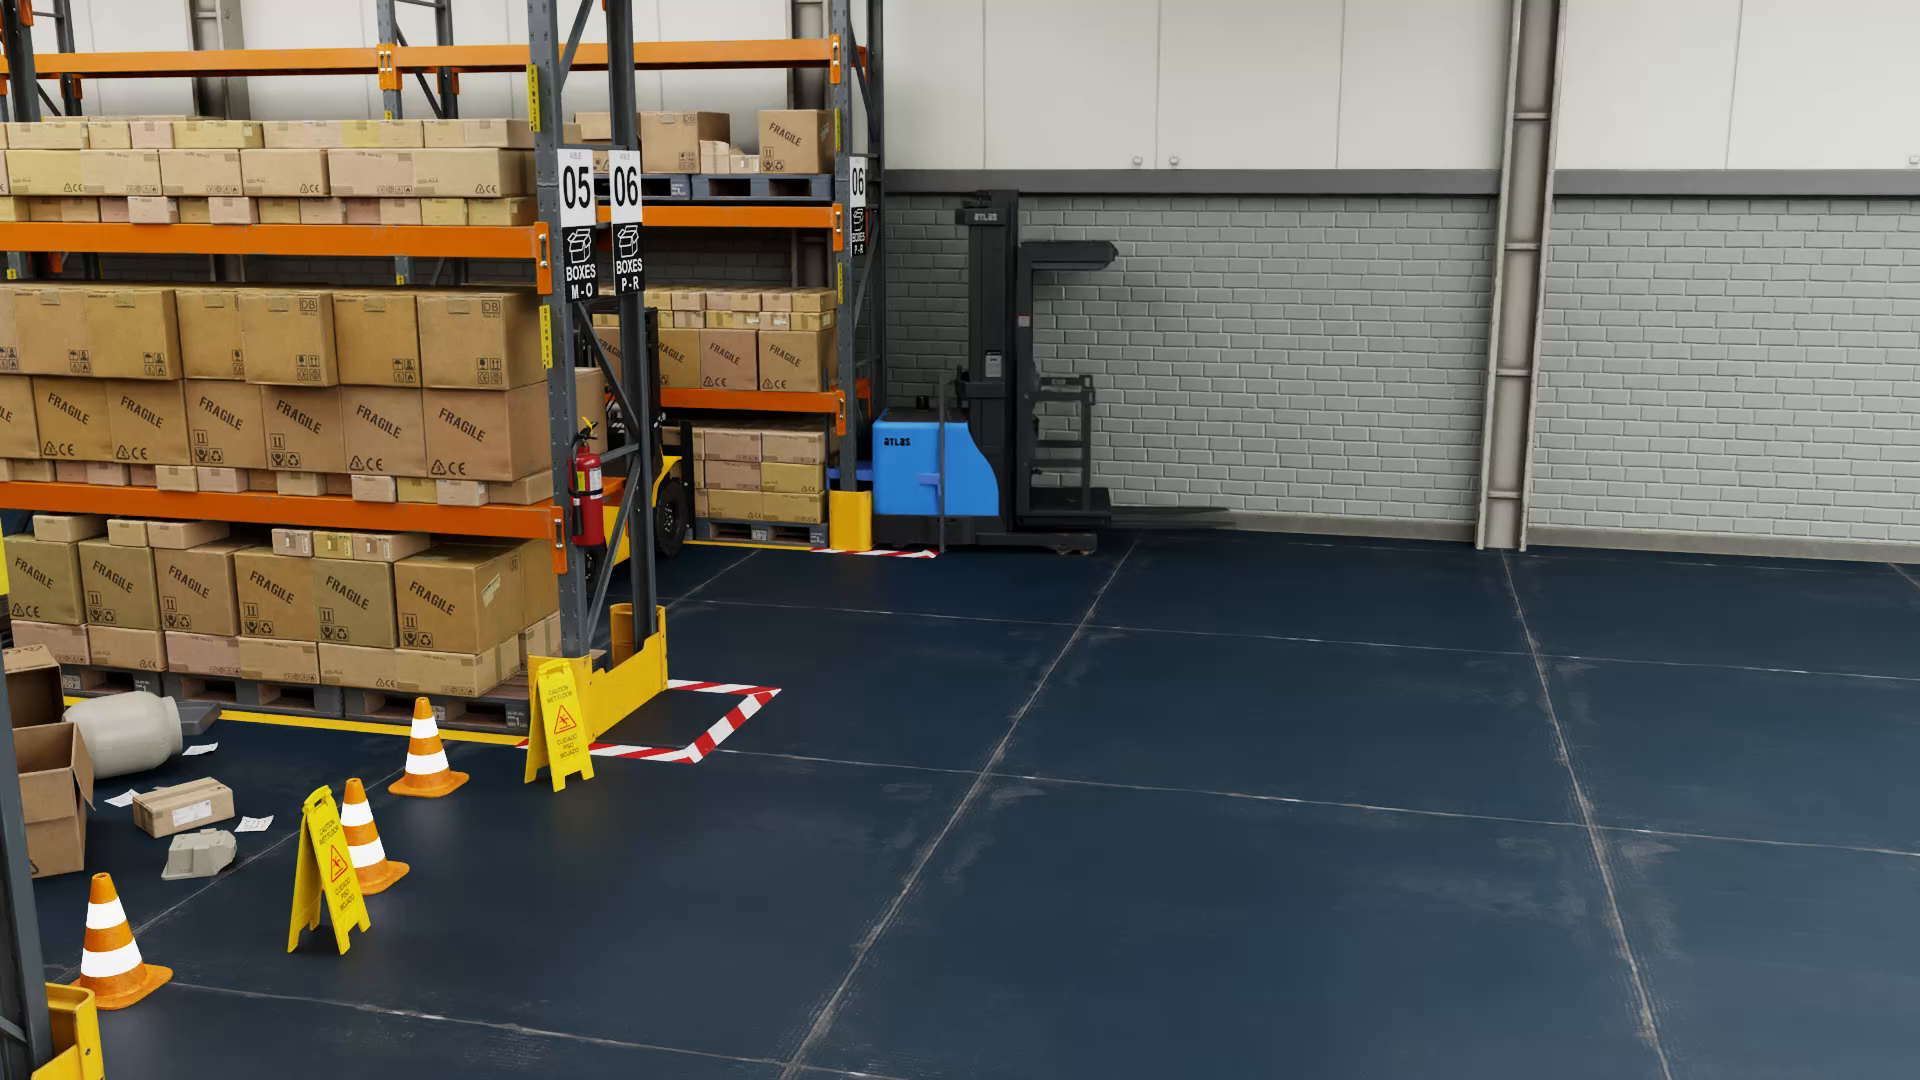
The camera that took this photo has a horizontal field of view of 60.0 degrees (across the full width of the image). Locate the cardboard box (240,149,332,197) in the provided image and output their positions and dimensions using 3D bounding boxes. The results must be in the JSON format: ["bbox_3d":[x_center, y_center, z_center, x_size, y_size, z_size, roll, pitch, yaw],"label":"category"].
[{"bbox_3d":[-3.560,-2.013,9.116,0.500,0.250,0.500,3,13,15],"label":"cardboard box"}]

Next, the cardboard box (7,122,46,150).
[{"bbox_3d":[-5.148,-2.285,9.422,0.250,0.149,0.380,3,13,12],"label":"cardboard box"}]

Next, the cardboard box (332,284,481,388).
[{"bbox_3d":[-3.044,-1.145,9.244,0.500,0.500,0.700,3,13,14],"label":"cardboard box"}]

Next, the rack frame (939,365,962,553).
[{"bbox_3d":[-0.076,-0.677,13.805,0.032,1.500,0.500,4,13,18],"label":"rack frame"}]

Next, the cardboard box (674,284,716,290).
[{"bbox_3d":[-2.331,-2.162,14.637,0.250,0.149,0.380,3,13,12],"label":"cardboard box"}]

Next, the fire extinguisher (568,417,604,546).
[{"bbox_3d":[-2.005,-0.314,8.902,0.183,0.674,0.296,3,13,14],"label":"fire extinguisher"}]

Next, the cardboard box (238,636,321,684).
[{"bbox_3d":[-3.866,0.643,9.789,0.500,0.250,0.500,3,13,12],"label":"cardboard box"}]

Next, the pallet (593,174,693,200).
[{"bbox_3d":[-2.689,-3.025,14.221,1.213,0.211,1.003,3,13,14],"label":"pallet"}]

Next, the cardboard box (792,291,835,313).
[{"bbox_3d":[-1.219,-1.983,13.833,0.250,0.149,0.380,3,13,14],"label":"cardboard box"}]

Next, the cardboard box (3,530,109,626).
[{"bbox_3d":[-5.381,0.197,10.070,0.500,0.500,0.500,4,13,16],"label":"cardboard box"}]

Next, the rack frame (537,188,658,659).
[{"bbox_3d":[-2.006,-0.455,9.357,0.127,3.000,1.000,3,13,14],"label":"rack frame"}]

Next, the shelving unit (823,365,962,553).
[{"bbox_3d":[-0.560,-0.710,13.959,1.048,1.500,0.538,4,13,18],"label":"shelving unit"}]

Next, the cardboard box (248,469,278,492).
[{"bbox_3d":[-3.900,-0.390,9.645,0.250,0.149,0.380,3,13,14],"label":"cardboard box"}]

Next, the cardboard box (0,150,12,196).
[{"bbox_3d":[-5.528,-2.118,9.589,0.500,0.250,0.500,3,13,12],"label":"cardboard box"}]

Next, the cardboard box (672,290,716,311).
[{"bbox_3d":[-2.230,-2.016,13.982,0.250,0.149,0.380,3,13,15],"label":"cardboard box"}]

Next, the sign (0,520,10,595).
[{"bbox_3d":[-2.955,0.014,5.064,0.005,0.325,0.100,3,13,14],"label":"sign"}]

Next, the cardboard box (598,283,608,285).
[{"bbox_3d":[-3.323,-2.214,14.871,0.250,0.149,0.380,3,13,13],"label":"cardboard box"}]

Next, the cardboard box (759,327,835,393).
[{"bbox_3d":[-1.361,-1.518,13.918,0.500,0.500,0.500,3,13,12],"label":"cardboard box"}]

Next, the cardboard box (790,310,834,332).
[{"bbox_3d":[-1.224,-1.823,13.797,0.250,0.149,0.380,3,13,14],"label":"cardboard box"}]

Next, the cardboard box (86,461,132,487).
[{"bbox_3d":[-4.906,-0.426,9.808,0.250,0.149,0.380,3,13,15],"label":"cardboard box"}]

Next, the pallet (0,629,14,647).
[{"bbox_3d":[-6.646,0.659,10.775,1.213,0.211,1.003,3,13,14],"label":"pallet"}]

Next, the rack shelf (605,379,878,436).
[{"bbox_3d":[-2.762,-1.251,14.608,4.000,0.370,1.077,3,13,14],"label":"rack shelf"}]

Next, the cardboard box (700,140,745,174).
[{"bbox_3d":[-1.944,-3.143,13.661,0.258,0.266,0.396,3,13,14],"label":"cardboard box"}]

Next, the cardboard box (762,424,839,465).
[{"bbox_3d":[-1.342,-0.808,14.019,0.500,0.250,0.500,4,13,15],"label":"cardboard box"}]

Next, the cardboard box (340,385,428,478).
[{"bbox_3d":[-3.084,-0.646,9.301,0.500,0.500,0.500,3,13,14],"label":"cardboard box"}]

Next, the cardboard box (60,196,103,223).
[{"bbox_3d":[-4.904,-1.900,9.526,0.250,0.149,0.380,3,13,15],"label":"cardboard box"}]

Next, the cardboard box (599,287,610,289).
[{"bbox_3d":[-3.196,-2.088,14.303,0.250,0.149,0.380,3,13,13],"label":"cardboard box"}]

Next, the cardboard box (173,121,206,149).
[{"bbox_3d":[-4.133,-2.245,9.240,0.250,0.149,0.380,3,13,15],"label":"cardboard box"}]

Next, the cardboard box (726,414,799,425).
[{"bbox_3d":[-1.728,-0.939,14.612,0.500,0.250,0.500,3,13,14],"label":"cardboard box"}]

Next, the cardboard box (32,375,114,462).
[{"bbox_3d":[-5.036,-0.754,9.787,0.500,0.500,0.500,3,13,13],"label":"cardboard box"}]

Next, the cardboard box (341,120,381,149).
[{"bbox_3d":[-3.132,-2.196,9.019,0.250,0.149,0.380,3,13,14],"label":"cardboard box"}]

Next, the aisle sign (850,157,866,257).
[{"bbox_3d":[-0.827,-2.702,13.487,0.004,0.787,0.394,3,13,14],"label":"aisle sign"}]

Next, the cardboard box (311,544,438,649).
[{"bbox_3d":[-3.354,0.304,9.587,0.500,0.500,0.500,4,13,16],"label":"cardboard box"}]

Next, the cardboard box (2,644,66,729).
[{"bbox_3d":[-5.175,0.899,9.023,0.500,0.500,0.500,-9,15,-35],"label":"cardboard box"}]

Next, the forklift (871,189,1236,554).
[{"bbox_3d":[0.798,-1.432,13.921,3.031,2.935,1.130,1,13,3],"label":"forklift"}]

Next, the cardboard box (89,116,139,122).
[{"bbox_3d":[-7.429,-3.587,15.118,0.500,0.500,0.700,3,13,12],"label":"cardboard box"}]

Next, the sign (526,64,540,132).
[{"bbox_3d":[-2.159,-2.235,8.415,0.005,0.325,0.100,3,13,14],"label":"sign"}]

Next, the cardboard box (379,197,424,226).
[{"bbox_3d":[-2.919,-1.783,8.999,0.250,0.149,0.380,3,13,15],"label":"cardboard box"}]

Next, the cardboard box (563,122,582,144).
[{"bbox_3d":[-2.302,-2.247,9.249,0.250,0.149,0.380,3,13,13],"label":"cardboard box"}]

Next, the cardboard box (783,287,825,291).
[{"bbox_3d":[-1.339,-2.099,14.352,0.250,0.149,0.380,4,13,15],"label":"cardboard box"}]

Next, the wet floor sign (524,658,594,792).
[{"bbox_3d":[-2.078,0.930,8.553,0.232,0.644,0.267,8,15,33],"label":"wet floor sign"}]

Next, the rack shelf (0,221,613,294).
[{"bbox_3d":[-3.948,-1.671,9.578,4.000,0.370,1.077,3,13,14],"label":"rack shelf"}]

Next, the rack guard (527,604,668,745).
[{"bbox_3d":[-2.080,0.762,9.646,0.348,0.500,1.175,3,13,14],"label":"rack guard"}]

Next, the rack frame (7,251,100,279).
[{"bbox_3d":[-8.587,-1.914,15.934,0.127,3.000,1.000,3,13,14],"label":"rack frame"}]

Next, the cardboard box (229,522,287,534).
[{"bbox_3d":[-4.261,0.136,10.344,0.500,0.500,0.500,4,13,17],"label":"cardboard box"}]

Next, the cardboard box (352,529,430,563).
[{"bbox_3d":[-3.219,0.008,9.420,0.250,0.149,0.380,3,13,15],"label":"cardboard box"}]

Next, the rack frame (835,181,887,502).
[{"bbox_3d":[-0.820,-1.499,14.063,0.127,3.000,1.000,3,13,14],"label":"rack frame"}]

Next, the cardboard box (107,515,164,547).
[{"bbox_3d":[-4.775,-0.075,9.795,0.250,0.149,0.380,4,13,16],"label":"cardboard box"}]

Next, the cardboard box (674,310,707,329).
[{"bbox_3d":[-2.225,-1.876,14.034,0.250,0.149,0.380,3,13,12],"label":"cardboard box"}]

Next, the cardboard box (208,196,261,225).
[{"bbox_3d":[-3.921,-1.826,9.195,0.250,0.149,0.380,3,13,13],"label":"cardboard box"}]

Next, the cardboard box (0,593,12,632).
[{"bbox_3d":[-6.399,0.389,10.652,0.625,0.372,0.950,3,13,14],"label":"cardboard box"}]

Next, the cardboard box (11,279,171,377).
[{"bbox_3d":[-5.024,-1.245,9.693,0.500,0.500,0.700,3,13,14],"label":"cardboard box"}]

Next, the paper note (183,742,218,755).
[{"bbox_3d":[-4.133,1.134,9.050,0.148,0.019,0.142,-1,13,-6],"label":"paper note"}]

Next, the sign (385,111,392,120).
[{"bbox_3d":[-4.825,-3.462,14.067,0.005,0.325,0.100,3,13,14],"label":"sign"}]

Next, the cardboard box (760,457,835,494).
[{"bbox_3d":[-1.368,-0.565,14.078,0.500,0.250,0.500,3,13,13],"label":"cardboard box"}]

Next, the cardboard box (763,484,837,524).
[{"bbox_3d":[-1.352,-0.319,14.125,0.500,0.250,0.500,3,13,14],"label":"cardboard box"}]

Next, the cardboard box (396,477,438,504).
[{"bbox_3d":[-2.937,-0.314,9.303,0.250,0.149,0.380,3,13,13],"label":"cardboard box"}]
